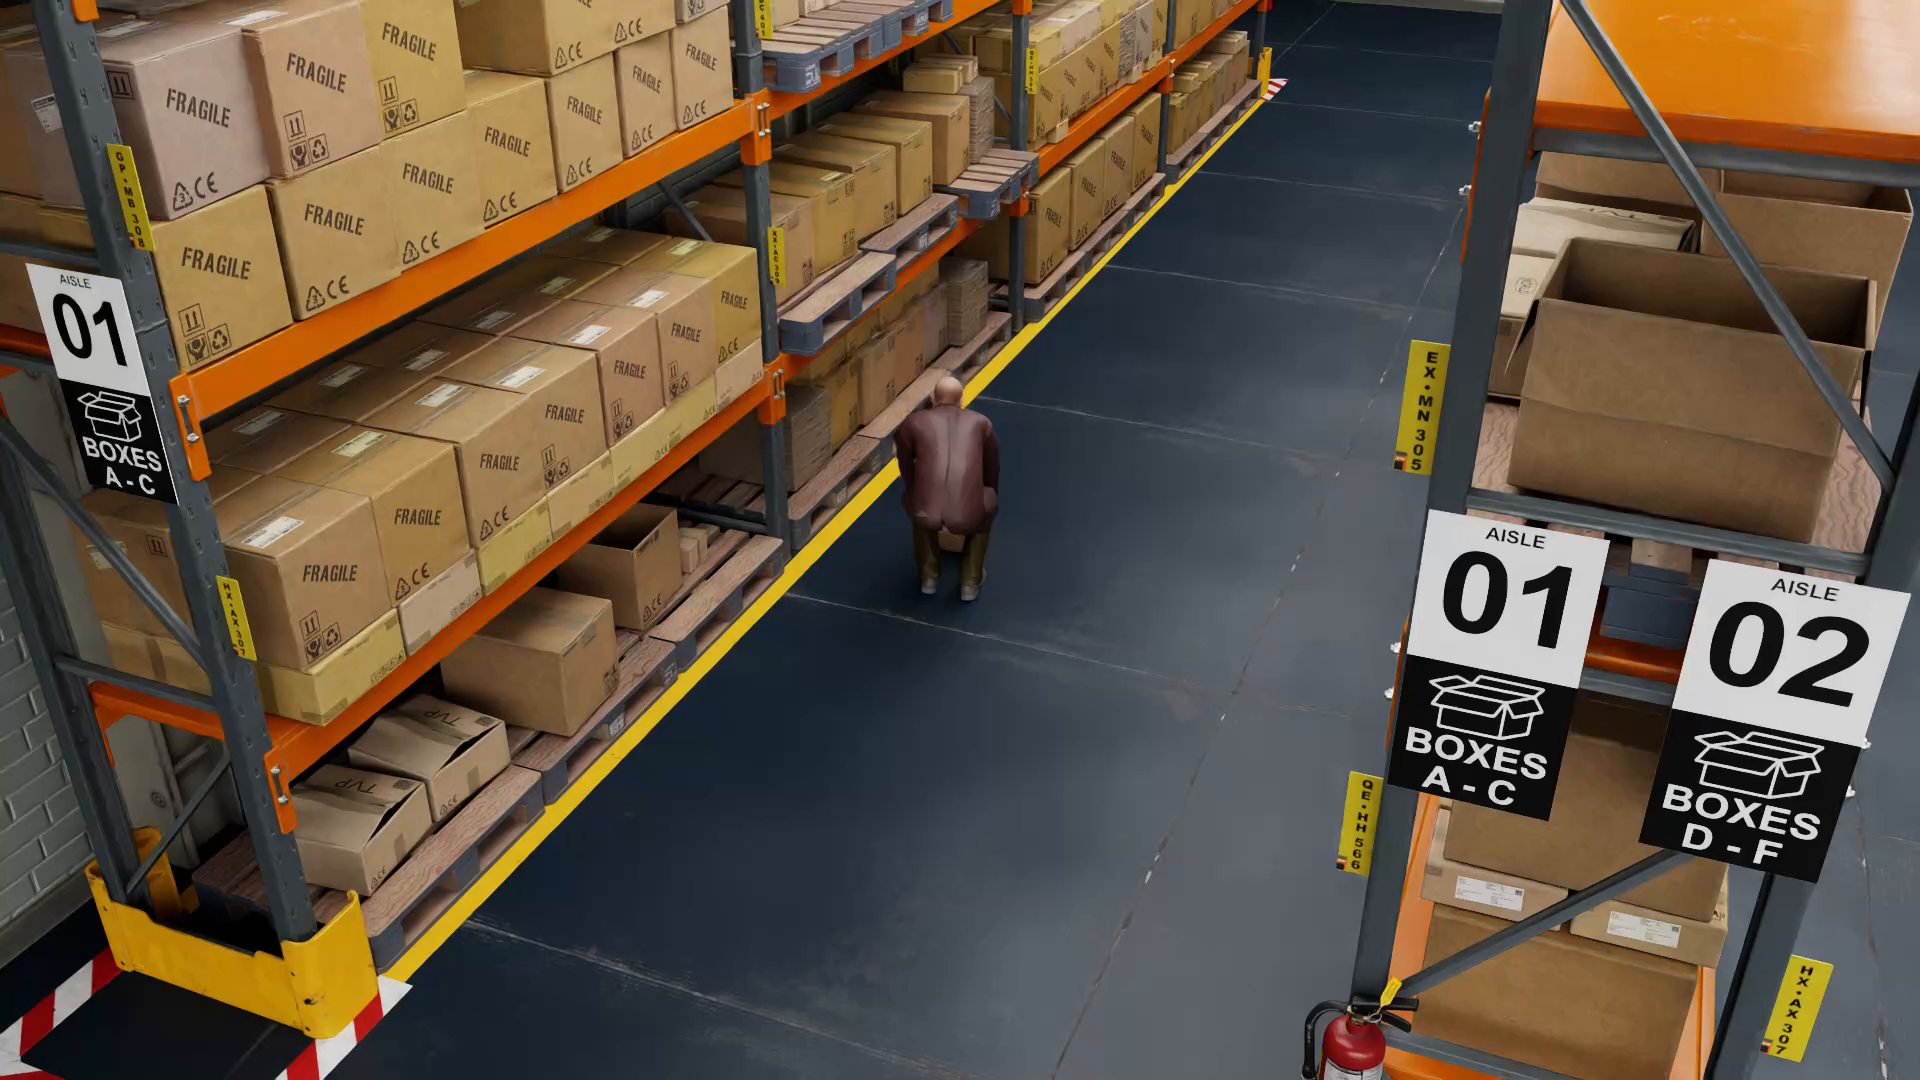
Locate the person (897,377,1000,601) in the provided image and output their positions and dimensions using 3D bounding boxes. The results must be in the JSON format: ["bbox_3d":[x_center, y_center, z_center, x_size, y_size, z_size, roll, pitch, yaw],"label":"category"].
[{"bbox_3d":[-0.075,-0.278,9.557,0.623,1.153,0.839,4,29,6],"label":"person"}]
